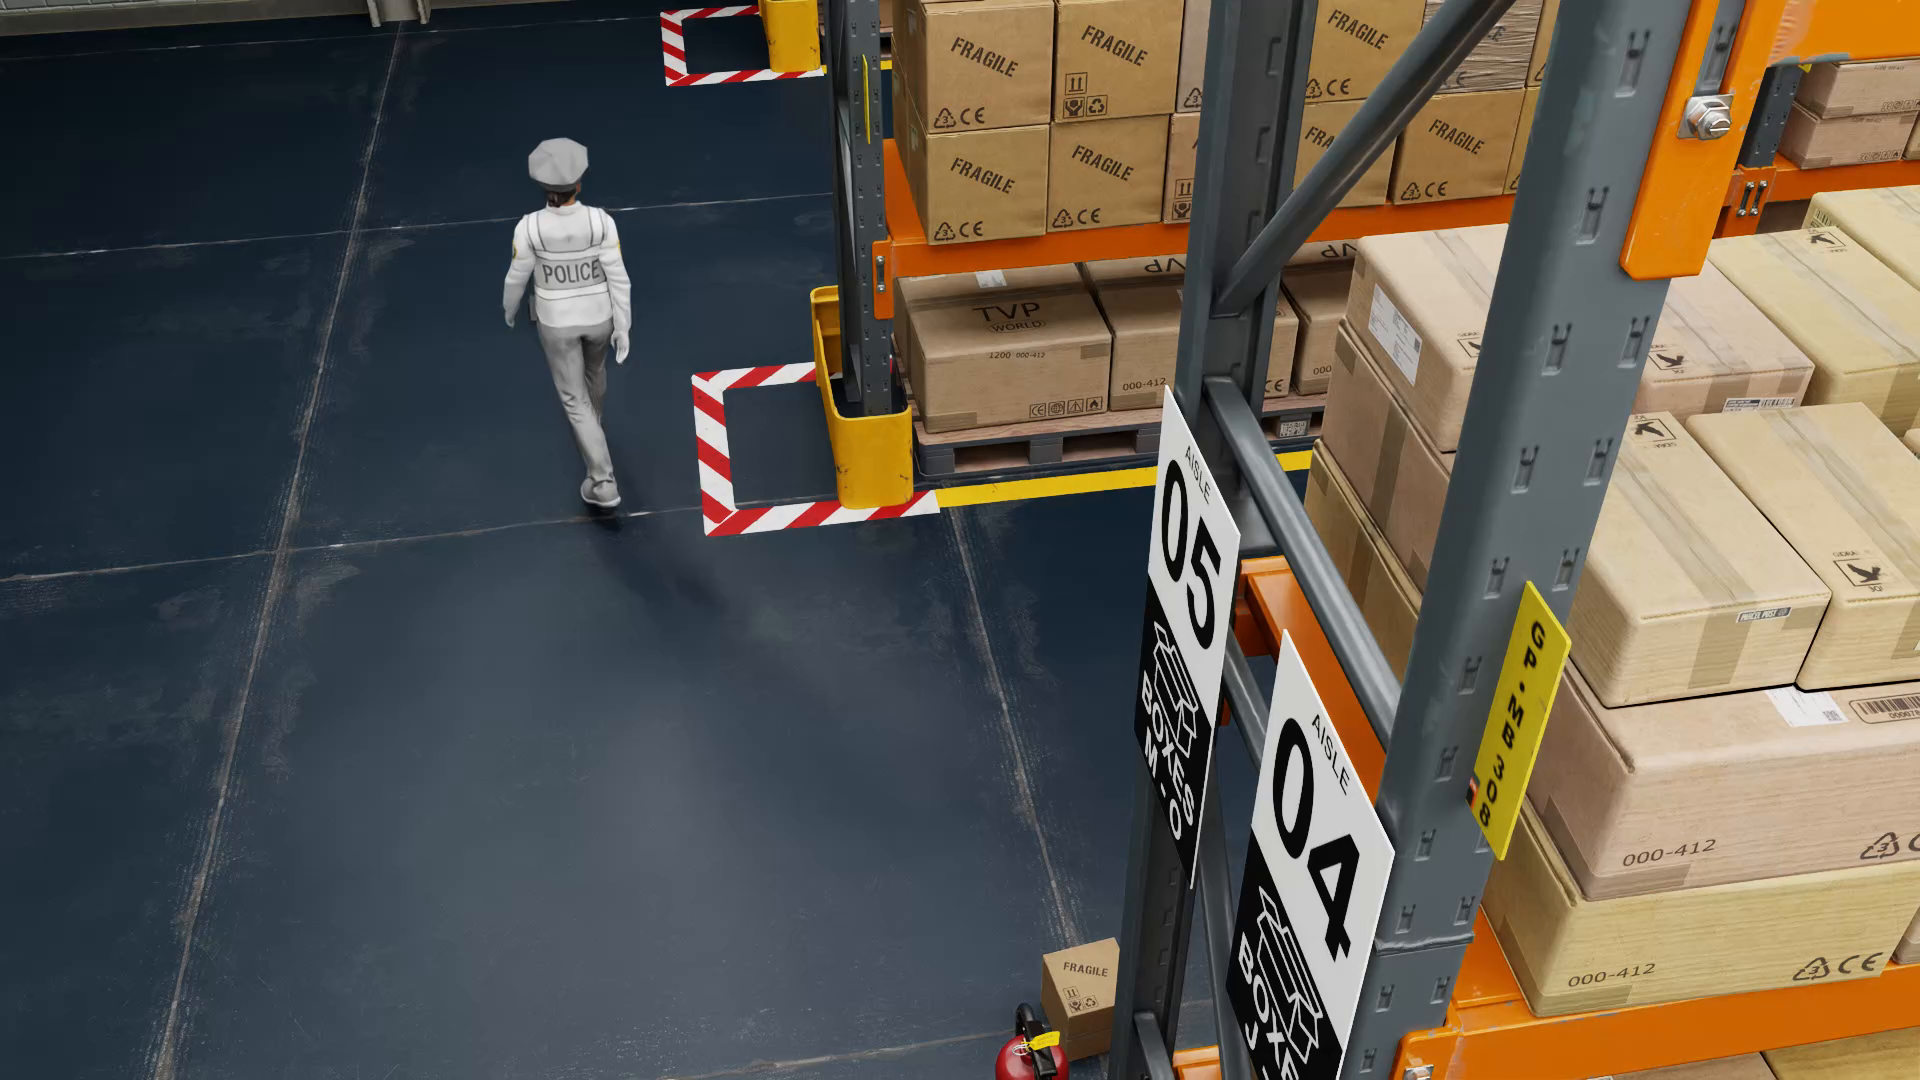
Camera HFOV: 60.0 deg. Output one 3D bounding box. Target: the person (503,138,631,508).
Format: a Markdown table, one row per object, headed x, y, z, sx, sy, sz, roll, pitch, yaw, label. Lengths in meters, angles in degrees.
| x | y | z | sx | sy | sz | roll | pitch | yaw | label |
| --- | --- | --- | --- | --- | --- | --- | --- | --- | --- |
| -1.731 | -0.998 | 7.371 | 0.525 | 1.633 | 0.979 | -15 | 41 | -18 | person |
